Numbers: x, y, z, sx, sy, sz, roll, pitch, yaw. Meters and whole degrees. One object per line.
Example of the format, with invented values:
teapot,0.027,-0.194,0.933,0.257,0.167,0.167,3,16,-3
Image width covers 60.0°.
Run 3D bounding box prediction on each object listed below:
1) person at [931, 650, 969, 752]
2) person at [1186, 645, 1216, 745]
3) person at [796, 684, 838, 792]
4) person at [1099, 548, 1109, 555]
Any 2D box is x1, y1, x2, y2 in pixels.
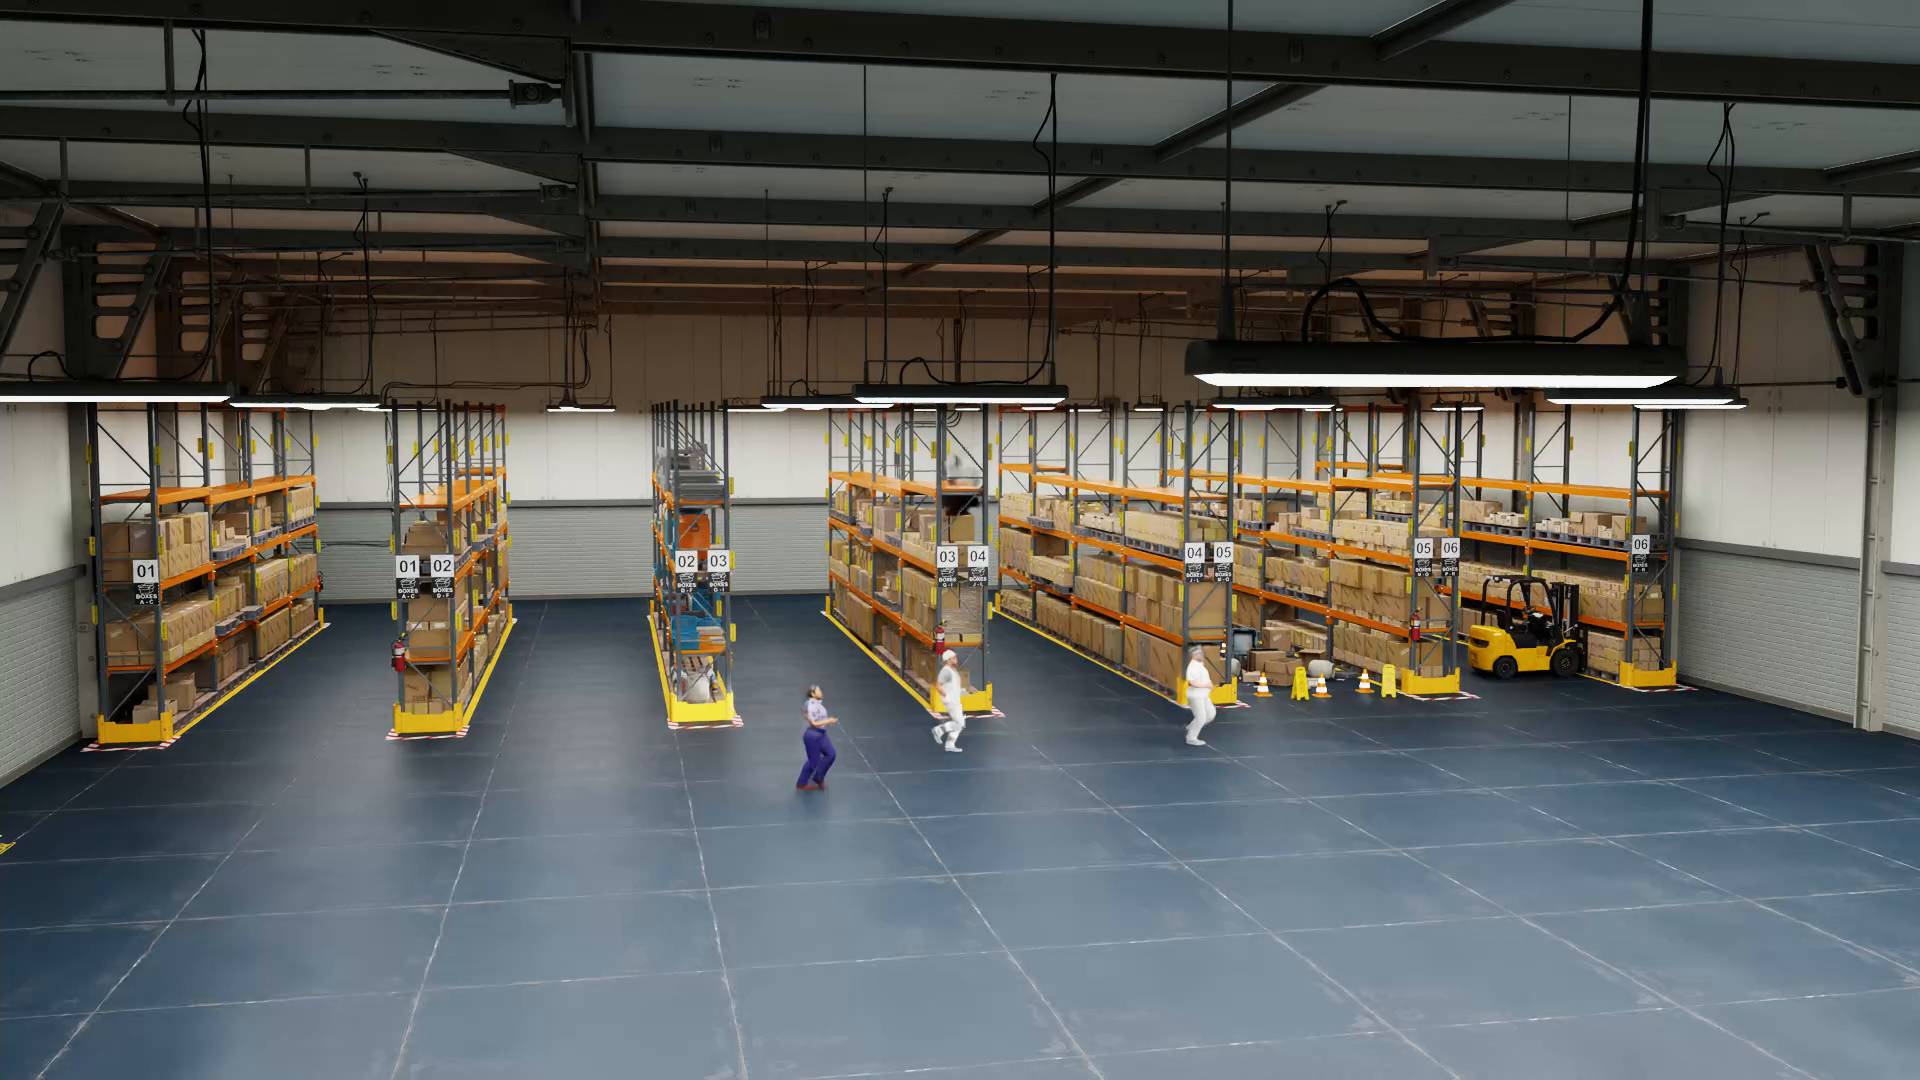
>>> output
person,-0.168,2.732,28.197,0.601,1.738,0.658,1,4,13
person,4.185,2.677,28.771,0.588,1.737,0.652,2,5,25
person,-2.160,3.022,25.193,0.661,1.664,0.586,0,4,6
person,4.441,1.034,50.601,0.888,1.798,0.712,-1,4,-9
